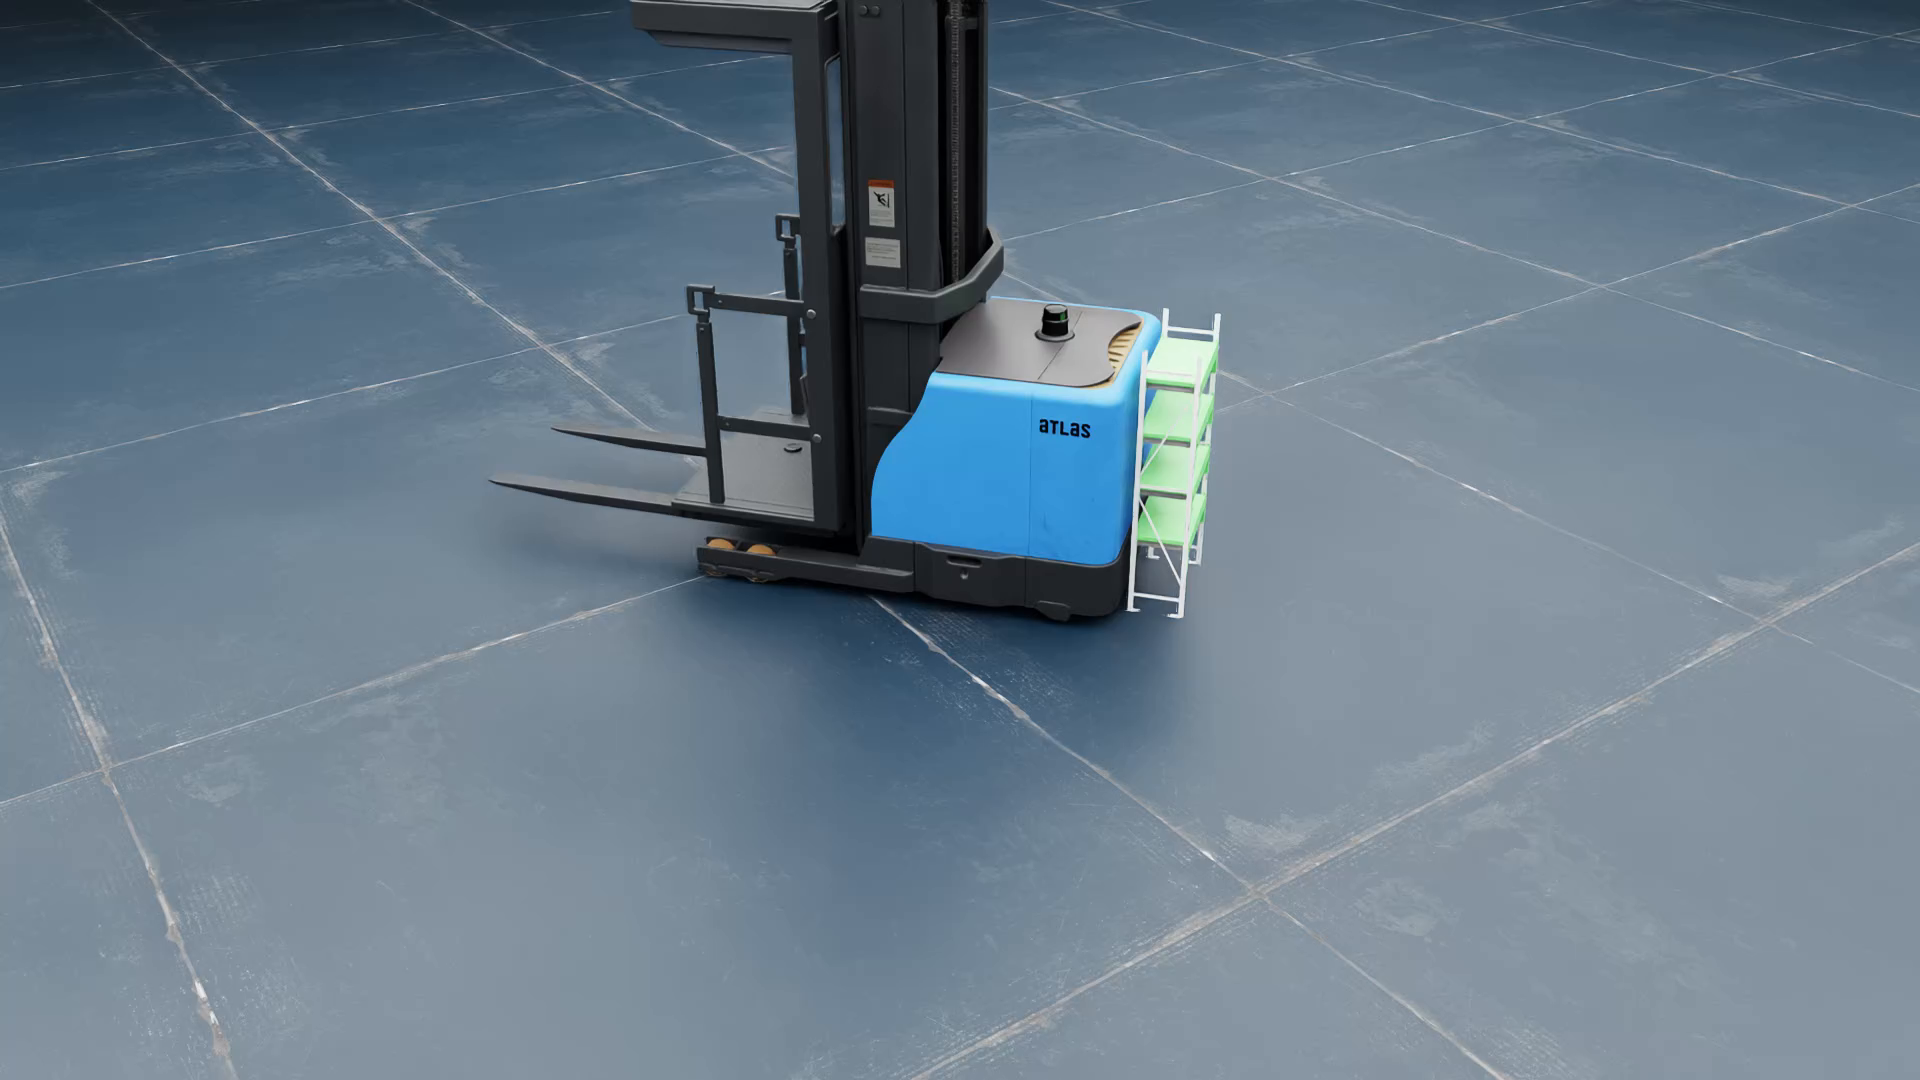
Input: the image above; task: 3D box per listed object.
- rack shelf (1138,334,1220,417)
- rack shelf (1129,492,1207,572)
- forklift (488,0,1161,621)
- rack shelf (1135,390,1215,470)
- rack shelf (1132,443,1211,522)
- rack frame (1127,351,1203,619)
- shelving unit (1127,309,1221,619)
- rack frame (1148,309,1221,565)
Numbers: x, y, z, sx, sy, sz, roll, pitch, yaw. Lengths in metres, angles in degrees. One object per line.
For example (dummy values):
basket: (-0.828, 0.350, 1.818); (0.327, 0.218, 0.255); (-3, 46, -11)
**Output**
rack shelf: (0.909, -0.686, 6.884); (0.258, 0.148, 0.480); (8, 29, 14)
rack shelf: (0.908, -0.054, 7.228); (0.258, 0.148, 0.480); (8, 29, 14)
forklift: (-0.673, -1.329, 7.127); (3.031, 2.935, 1.130); (8, 29, 14)
rack shelf: (0.909, -0.475, 6.999); (0.258, 0.148, 0.480); (8, 29, 14)
rack shelf: (0.908, -0.265, 7.113); (0.258, 0.148, 0.480); (8, 29, 14)
rack frame: (0.841, -0.209, 6.877); (0.240, 1.200, 0.015); (8, 29, 14)
shelving unit: (0.908, -0.321, 7.083); (0.258, 1.200, 0.503); (8, 29, 14)
rack frame: (0.976, -0.433, 7.289); (0.240, 1.200, 0.015); (8, 29, 14)
